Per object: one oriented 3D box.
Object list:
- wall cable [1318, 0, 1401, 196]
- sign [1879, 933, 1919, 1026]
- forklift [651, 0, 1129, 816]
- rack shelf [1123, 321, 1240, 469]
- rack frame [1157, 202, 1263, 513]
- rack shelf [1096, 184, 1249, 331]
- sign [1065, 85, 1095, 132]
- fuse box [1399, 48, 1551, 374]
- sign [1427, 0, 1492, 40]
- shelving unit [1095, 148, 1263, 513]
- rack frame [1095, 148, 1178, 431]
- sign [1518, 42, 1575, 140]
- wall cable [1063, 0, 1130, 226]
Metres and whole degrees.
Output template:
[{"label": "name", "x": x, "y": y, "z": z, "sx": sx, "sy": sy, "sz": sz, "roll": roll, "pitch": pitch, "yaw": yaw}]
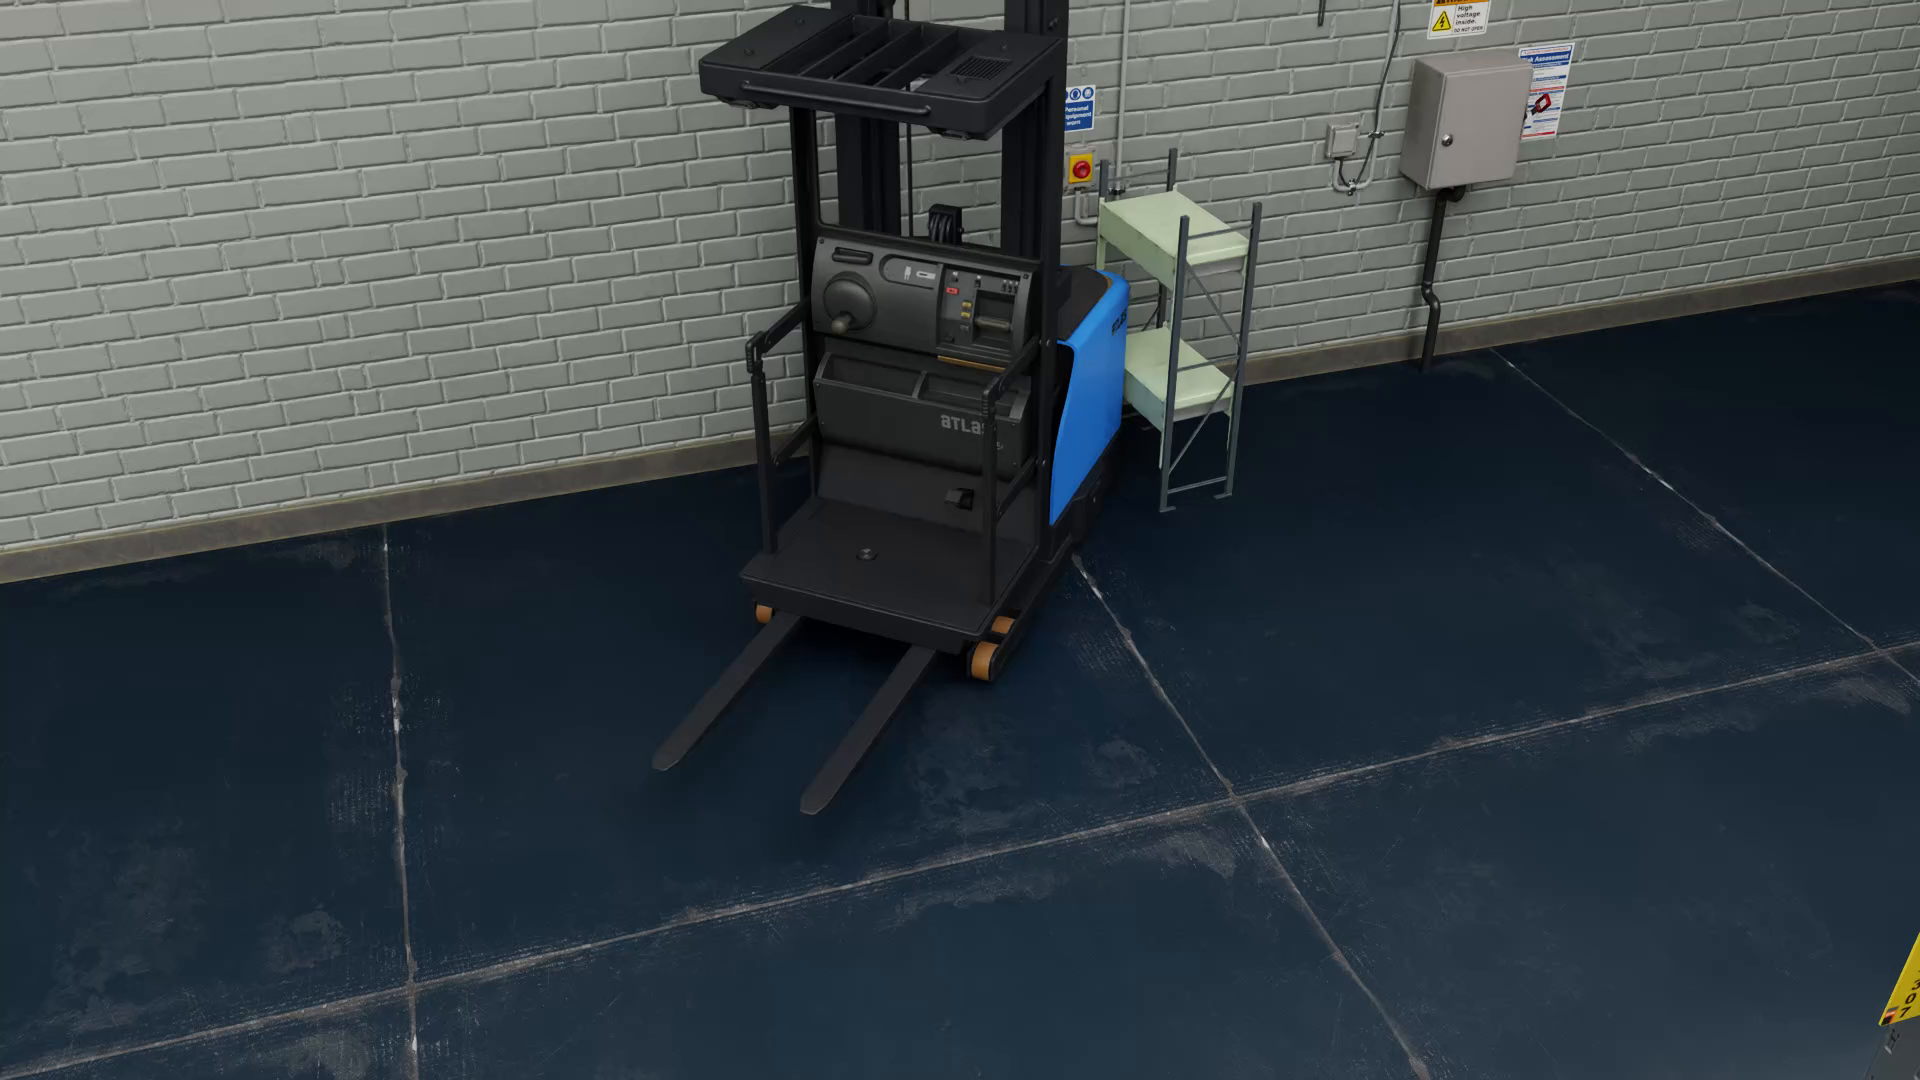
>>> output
[{"label": "wall cable", "x": 1.895, "y": -2.560, "z": 7.982, "sx": 0.588, "sy": 1.984, "sz": 0.122, "roll": -10, "pitch": 35, "yaw": -15}, {"label": "sign", "x": 1.759, "y": 0.761, "z": 3.020, "sx": 0.100, "sy": 0.325, "sz": 0.005, "roll": -10, "pitch": 35, "yaw": -15}, {"label": "forklift", "x": -0.241, "y": -0.905, "z": 6.461, "sx": 1.130, "sy": 2.935, "sz": 3.031, "roll": 13, "pitch": 36, "yaw": 19}, {"label": "rack shelf", "x": 0.984, "y": -0.715, "z": 8.063, "sx": 0.431, "sy": 0.370, "sz": 0.720, "roll": -14, "pitch": 36, "yaw": -20}, {"label": "rack frame", "x": 1.132, "y": -0.802, "z": 7.604, "sx": 0.400, "sy": 1.500, "sz": 0.023, "roll": -14, "pitch": 36, "yaw": -20}, {"label": "rack shelf", "x": 0.984, "y": -1.312, "z": 7.668, "sx": 0.431, "sy": 0.370, "sz": 0.720, "roll": -14, "pitch": 36, "yaw": -20}, {"label": "sign", "x": 0.483, "y": -2.028, "z": 7.854, "sx": 0.327, "sy": 0.218, "sz": 0.001, "roll": -10, "pitch": 35, "yaw": -15}, {"label": "fuse box", "x": 2.592, "y": -1.631, "z": 8.666, "sx": 0.539, "sy": 1.711, "sz": 0.414, "roll": -10, "pitch": 35, "yaw": -15}, {"label": "sign", "x": 2.477, "y": -2.612, "z": 8.233, "sx": 0.339, "sy": 0.242, "sz": 0.001, "roll": -10, "pitch": 35, "yaw": -15}, {"label": "shelving unit", "x": 0.984, "y": -0.987, "z": 7.883, "sx": 0.431, "sy": 1.500, "sz": 0.755, "roll": -14, "pitch": 36, "yaw": -20}, {"label": "rack frame", "x": 0.836, "y": -1.171, "z": 8.162, "sx": 0.400, "sy": 1.500, "sz": 0.023, "roll": -14, "pitch": 36, "yaw": -20}, {"label": "sign", "x": 3.000, "y": -2.320, "z": 8.627, "sx": 0.329, "sy": 0.494, "sz": 0.001, "roll": -10, "pitch": 35, "yaw": -15}, {"label": "wall cable", "x": 0.547, "y": -2.328, "z": 7.603, "sx": 0.585, "sy": 1.953, "sz": 0.123, "roll": -10, "pitch": 35, "yaw": -15}]
